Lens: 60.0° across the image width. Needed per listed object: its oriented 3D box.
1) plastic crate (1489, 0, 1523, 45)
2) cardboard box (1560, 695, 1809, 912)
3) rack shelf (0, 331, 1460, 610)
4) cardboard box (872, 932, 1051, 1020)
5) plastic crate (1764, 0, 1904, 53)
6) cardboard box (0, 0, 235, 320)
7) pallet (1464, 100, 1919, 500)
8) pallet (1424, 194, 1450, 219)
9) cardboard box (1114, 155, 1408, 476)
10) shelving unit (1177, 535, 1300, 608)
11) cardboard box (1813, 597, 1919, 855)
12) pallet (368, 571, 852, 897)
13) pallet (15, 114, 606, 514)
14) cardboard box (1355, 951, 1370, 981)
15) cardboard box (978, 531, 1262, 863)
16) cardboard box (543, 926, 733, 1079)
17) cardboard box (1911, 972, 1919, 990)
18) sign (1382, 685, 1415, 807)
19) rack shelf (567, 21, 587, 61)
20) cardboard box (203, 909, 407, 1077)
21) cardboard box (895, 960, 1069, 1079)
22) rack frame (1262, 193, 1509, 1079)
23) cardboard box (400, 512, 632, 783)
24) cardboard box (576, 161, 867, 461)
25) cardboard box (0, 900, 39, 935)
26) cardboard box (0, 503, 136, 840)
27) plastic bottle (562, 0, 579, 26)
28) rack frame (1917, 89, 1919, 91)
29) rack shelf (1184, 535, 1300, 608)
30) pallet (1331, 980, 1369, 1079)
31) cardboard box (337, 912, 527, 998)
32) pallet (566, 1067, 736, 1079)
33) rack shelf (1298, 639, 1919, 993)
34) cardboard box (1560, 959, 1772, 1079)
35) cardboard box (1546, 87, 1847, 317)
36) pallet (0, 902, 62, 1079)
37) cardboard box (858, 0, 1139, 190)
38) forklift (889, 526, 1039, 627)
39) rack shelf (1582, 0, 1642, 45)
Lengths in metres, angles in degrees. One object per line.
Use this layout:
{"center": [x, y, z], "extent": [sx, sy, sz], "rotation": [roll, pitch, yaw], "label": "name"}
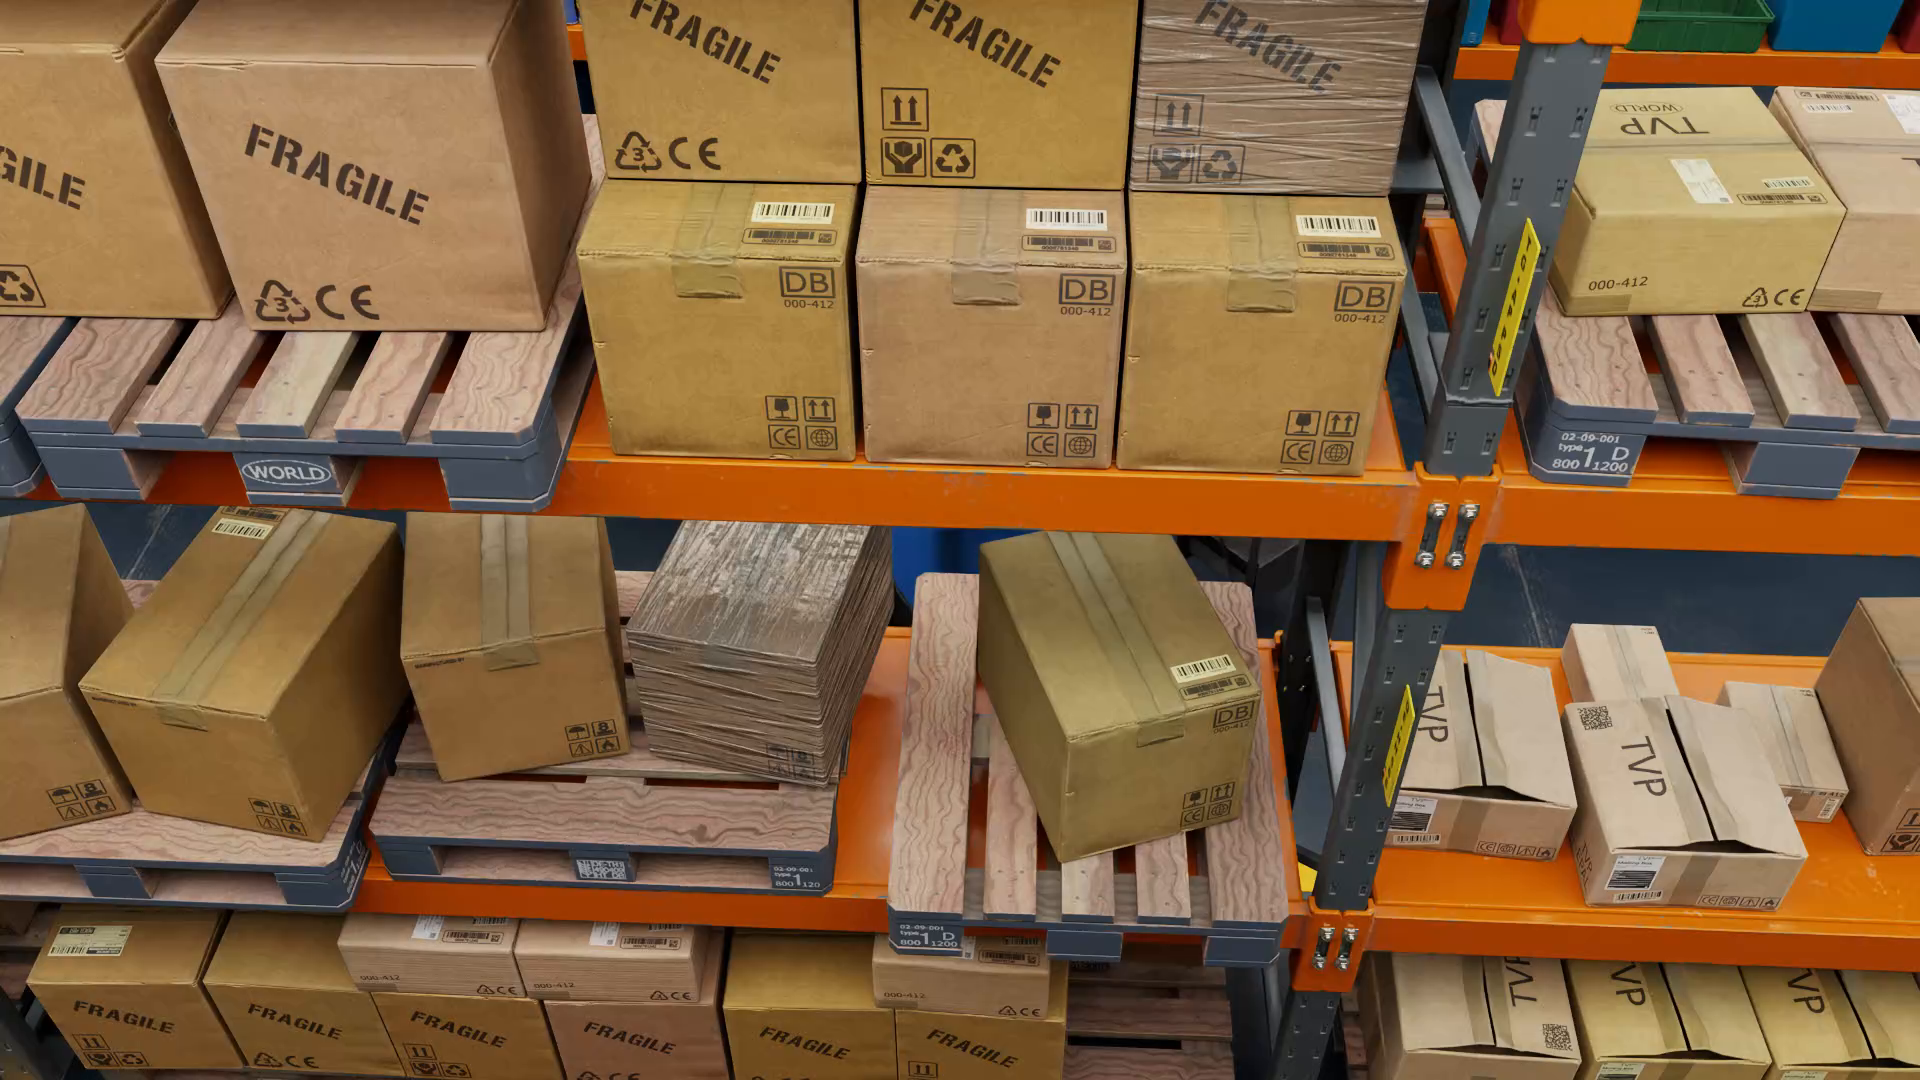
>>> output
{"center": [2.851, -2.638, 7.919], "extent": [0.583, 0.464, 0.402], "rotation": [2, 43, 2], "label": "plastic crate"}
{"center": [1.908, 0.692, 4.457], "extent": [0.500, 0.311, 0.500], "rotation": [1, 43, 1], "label": "cardboard box"}
{"center": [-0.974, -0.395, 3.886], "extent": [4.000, 0.370, 1.077], "rotation": [2, 43, 2], "label": "rack shelf"}
{"center": [0.022, 1.112, 4.902], "extent": [0.500, 0.250, 0.500], "rotation": [3, 43, 4], "label": "cardboard box"}
{"center": [4.130, -2.566, 7.901], "extent": [0.575, 0.384, 0.392], "rotation": [2, 43, 2], "label": "plastic crate"}
{"center": [-1.804, -0.876, 3.420], "extent": [0.600, 0.600, 0.600], "rotation": [1, 43, 1], "label": "cardboard box"}
{"center": [1.706, -0.568, 3.682], "extent": [1.003, 0.211, 1.213], "rotation": [4, 43, 4], "label": "pallet"}
{"center": [2.023, -1.802, 9.115], "extent": [1.213, 0.211, 1.003], "rotation": [2, 43, 2], "label": "pallet"}
{"center": [0.586, -0.624, 3.531], "extent": [0.500, 0.500, 0.910], "rotation": [2, 43, 2], "label": "cardboard box"}
{"center": [1.195, -0.452, 6.281], "extent": [0.503, 2.100, 0.431], "rotation": [-29, 50, -28], "label": "shelving unit"}
{"center": [2.701, 0.504, 4.520], "extent": [0.500, 0.500, 0.500], "rotation": [0, 43, 0], "label": "cardboard box"}
{"center": [-0.919, 0.514, 4.724], "extent": [1.213, 0.211, 1.003], "rotation": [2, 43, 2], "label": "pallet"}
{"center": [-1.288, -0.554, 3.666], "extent": [1.003, 0.211, 1.213], "rotation": [2, 43, 2], "label": "pallet"}
{"center": [1.560, 1.203, 5.553], "extent": [0.500, 0.250, 0.500], "rotation": [3, 43, 3], "label": "cardboard box"}
{"center": [0.390, 0.368, 4.359], "extent": [0.500, 0.500, 0.700], "rotation": [-12, 44, -12], "label": "cardboard box"}
{"center": [-0.963, 1.357, 5.189], "extent": [0.500, 0.500, 0.500], "rotation": [0, 43, 0], "label": "cardboard box"}
{"center": [3.082, 1.407, 4.922], "extent": [0.500, 0.311, 0.500], "rotation": [1, 43, 1], "label": "cardboard box"}
{"center": [1.009, 0.476, 3.833], "extent": [0.005, 0.325, 0.100], "rotation": [2, 43, 2], "label": "sign"}
{"center": [-0.747, -2.671, 8.529], "extent": [4.000, 0.370, 1.077], "rotation": [2, 43, 2], "label": "rack shelf"}
{"center": [-1.967, 1.321, 5.228], "extent": [0.500, 0.500, 0.500], "rotation": [2, 43, 2], "label": "cardboard box"}
{"center": [0.079, 1.385, 5.159], "extent": [0.500, 0.500, 0.500], "rotation": [3, 43, 4], "label": "cardboard box"}
{"center": [1.024, 0.500, 4.598], "extent": [0.127, 3.000, 1.000], "rotation": [2, 43, 2], "label": "rack frame"}
{"center": [-1.205, 0.200, 4.539], "extent": [0.500, 0.500, 0.700], "rotation": [-8, 44, -9], "label": "cardboard box"}
{"center": [-0.443, -0.656, 3.565], "extent": [0.500, 0.500, 0.910], "rotation": [2, 43, 2], "label": "cardboard box"}
{"center": [-3.382, 1.040, 5.668], "extent": [0.500, 0.311, 0.500], "rotation": [2, 43, 2], "label": "cardboard box"}
{"center": [-2.509, 0.354, 4.373], "extent": [0.500, 0.500, 0.700], "rotation": [-12, 44, -12], "label": "cardboard box"}
{"center": [-1.935, -2.665, 8.086], "extent": [0.135, 0.276, 0.152], "rotation": [2, 43, 2], "label": "plastic bottle"}
{"center": [5.246, -2.750, 8.086], "extent": [0.127, 3.000, 1.000], "rotation": [2, 43, 2], "label": "rack frame"}
{"center": [1.195, 0.070, 6.767], "extent": [0.480, 0.518, 0.431], "rotation": [-29, 50, -28], "label": "rack shelf"}
{"center": [1.844, 1.573, 5.492], "extent": [1.213, 0.211, 1.003], "rotation": [2, 43, 2], "label": "pallet"}
{"center": [-1.501, 1.068, 4.949], "extent": [0.500, 0.250, 0.500], "rotation": [2, 43, 2], "label": "cardboard box"}
{"center": [-0.936, 1.433, 5.643], "extent": [1.213, 0.211, 1.003], "rotation": [2, 43, 2], "label": "pallet"}
{"center": [3.022, 0.825, 4.777], "extent": [4.000, 0.370, 1.077], "rotation": [2, 43, 2], "label": "rack shelf"}
{"center": [2.059, 1.374, 4.957], "extent": [0.500, 0.311, 0.500], "rotation": [1, 43, 1], "label": "cardboard box"}
{"center": [1.480, -0.720, 3.509], "extent": [0.500, 0.250, 0.500], "rotation": [-1, 43, -1], "label": "cardboard box"}
{"center": [-3.658, 1.376, 5.703], "extent": [1.213, 0.211, 1.003], "rotation": [2, 43, 2], "label": "pallet"}
{"center": [0.079, -1.033, 3.236], "extent": [0.500, 0.500, 0.500], "rotation": [2, 43, 2], "label": "cardboard box"}
{"center": [-0.325, -1.486, 6.780], "extent": [1.130, 2.935, 3.031], "rotation": [-20, 47, -20], "label": "forklift"}
{"center": [3.022, -1.224, 2.868], "extent": [4.000, 0.370, 1.077], "rotation": [2, 43, 2], "label": "rack shelf"}
